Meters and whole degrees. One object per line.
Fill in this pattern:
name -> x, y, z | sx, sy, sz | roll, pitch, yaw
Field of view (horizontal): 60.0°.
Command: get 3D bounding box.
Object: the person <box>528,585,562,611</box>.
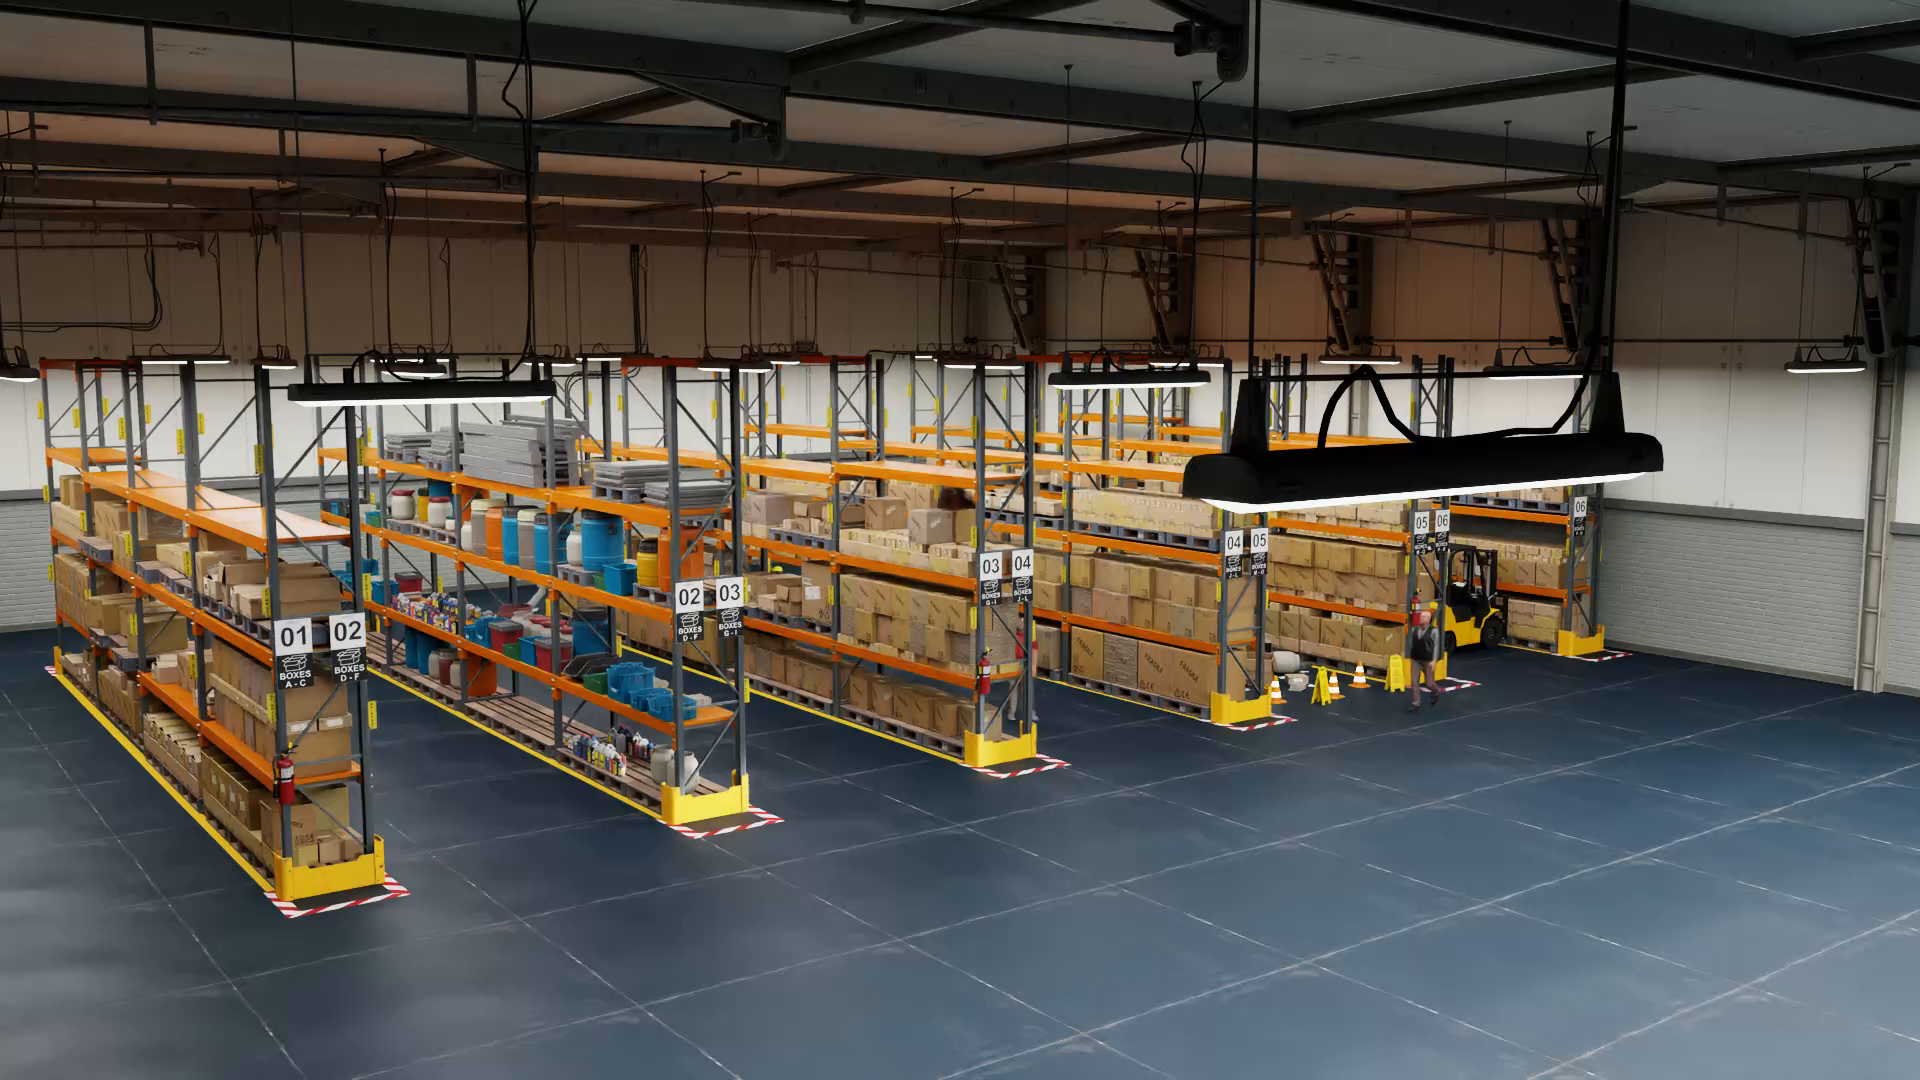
person -> -9.580, 0.873, 38.668 | 1.072, 1.609, 0.520 | -2, 7, -19

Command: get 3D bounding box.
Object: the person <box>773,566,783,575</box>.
person -> -3.698, 1.393, 34.021 | 0.617, 1.729, 0.986 | -4, 8, -32

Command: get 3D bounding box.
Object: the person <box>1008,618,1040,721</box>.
person -> 1.042, 2.178, 27.791 | 0.590, 1.754, 0.435 | 0, 7, -3

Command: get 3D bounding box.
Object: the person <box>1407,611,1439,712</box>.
person -> 7.938, 2.064, 28.460 | 0.531, 1.710, 0.732 | 5, 8, 34
